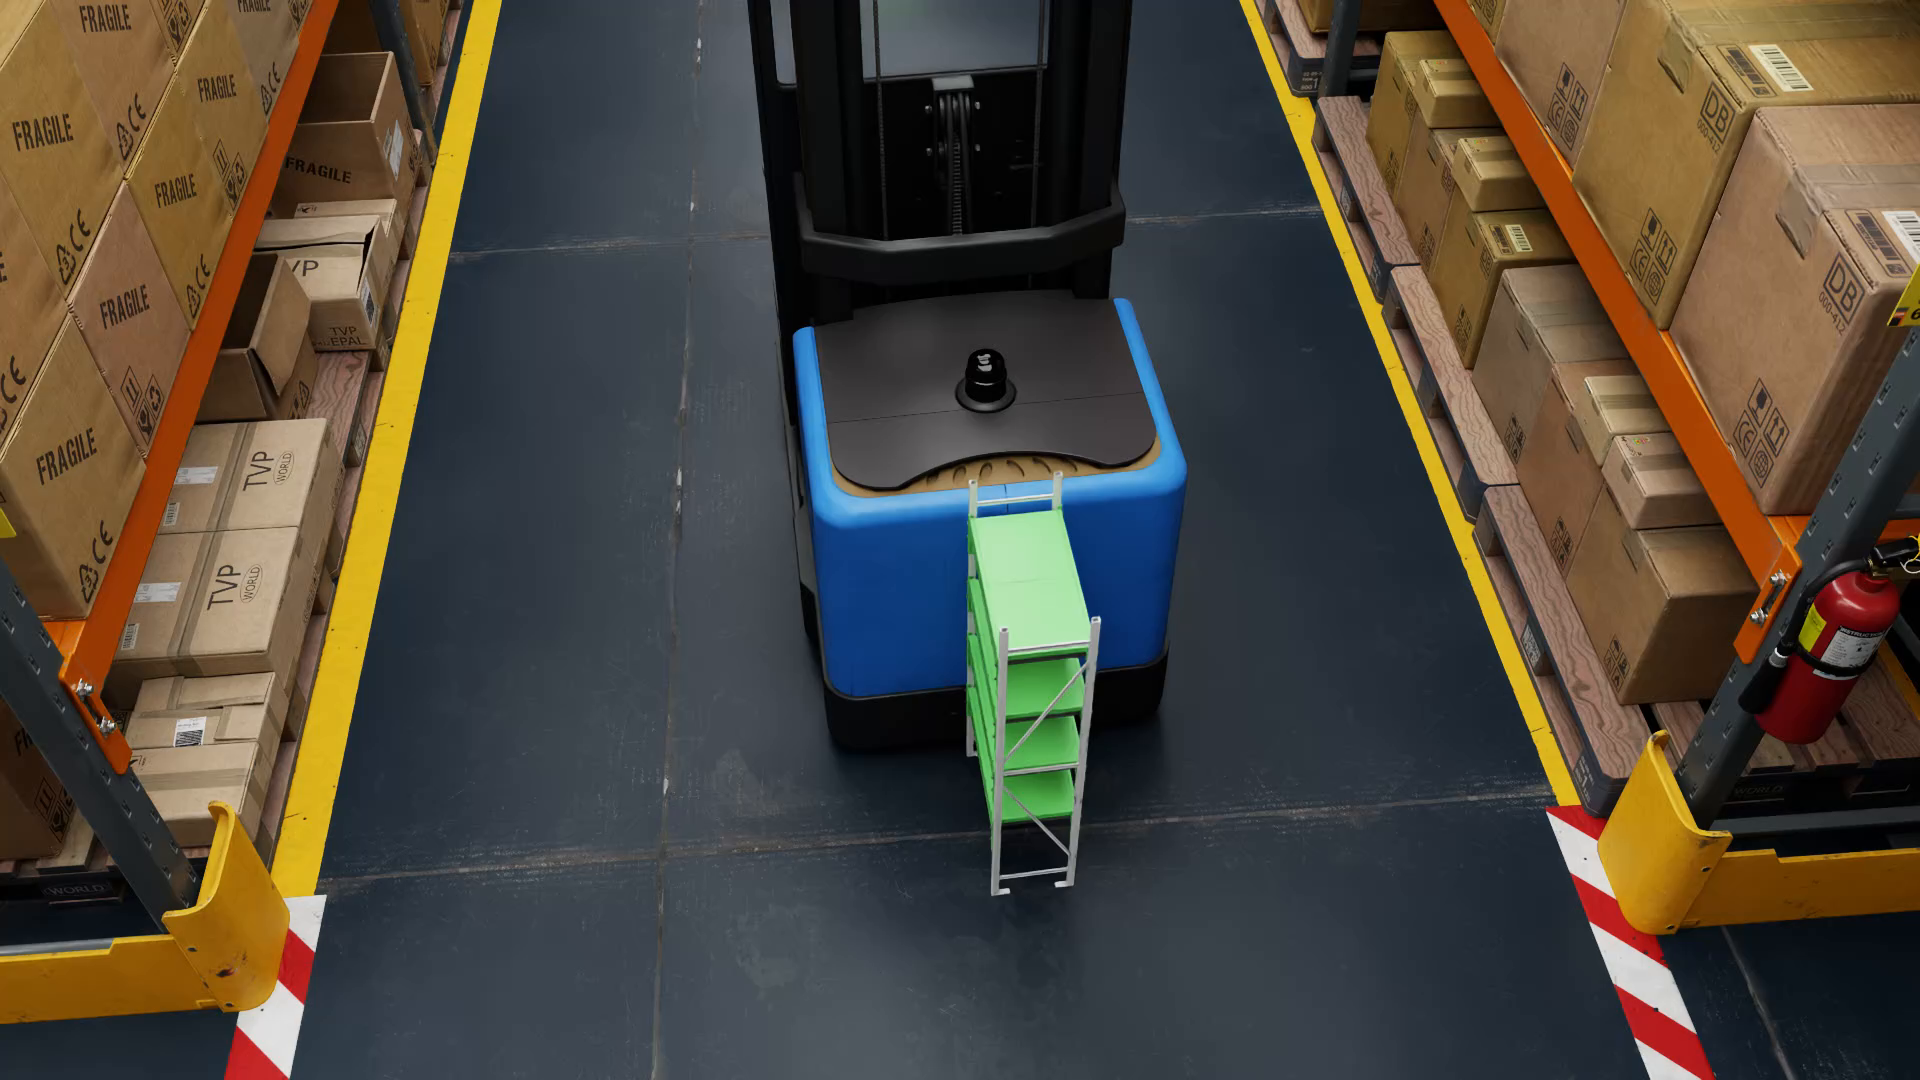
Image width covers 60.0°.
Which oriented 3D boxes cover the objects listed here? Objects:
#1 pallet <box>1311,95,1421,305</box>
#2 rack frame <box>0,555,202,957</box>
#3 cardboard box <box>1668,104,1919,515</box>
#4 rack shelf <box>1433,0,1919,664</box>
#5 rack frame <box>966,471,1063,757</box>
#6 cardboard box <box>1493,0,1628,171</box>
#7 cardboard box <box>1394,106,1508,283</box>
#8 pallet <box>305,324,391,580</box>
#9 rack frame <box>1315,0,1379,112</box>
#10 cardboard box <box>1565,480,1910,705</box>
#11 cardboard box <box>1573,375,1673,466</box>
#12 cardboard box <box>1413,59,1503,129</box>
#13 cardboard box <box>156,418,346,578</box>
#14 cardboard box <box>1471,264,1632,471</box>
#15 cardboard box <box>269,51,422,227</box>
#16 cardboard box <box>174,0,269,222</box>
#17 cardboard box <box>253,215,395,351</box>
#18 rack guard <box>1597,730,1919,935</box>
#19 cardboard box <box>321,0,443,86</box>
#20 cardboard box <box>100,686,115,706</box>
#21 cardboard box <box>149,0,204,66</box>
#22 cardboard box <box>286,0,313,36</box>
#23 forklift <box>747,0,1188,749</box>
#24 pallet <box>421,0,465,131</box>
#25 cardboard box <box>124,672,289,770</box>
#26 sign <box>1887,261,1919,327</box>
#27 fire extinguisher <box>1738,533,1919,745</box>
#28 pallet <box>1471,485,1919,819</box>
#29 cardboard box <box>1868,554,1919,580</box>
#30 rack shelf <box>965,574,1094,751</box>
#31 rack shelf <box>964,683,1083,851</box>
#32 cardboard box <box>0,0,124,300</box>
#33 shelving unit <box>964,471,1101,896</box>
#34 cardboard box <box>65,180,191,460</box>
[{"bbox_3d":[2.113,-1.470,6.997,1.003,0.211,1.213,-3,47,-3],"label":"pallet"},{"bbox_3d":[-2.473,0.214,3.481,1.000,3.000,0.127,-3,47,-3],"label":"rack frame"},{"bbox_3d":[2.410,-0.561,4.009,0.980,0.700,0.700,-2,47,-1],"label":"cardboard box"},{"bbox_3d":[2.295,-1.289,5.401,1.077,0.370,4.000,-3,47,-3],"label":"rack shelf"},{"bbox_3d":[0.141,0.244,4.678,0.240,1.200,0.015,-6,48,-6],"label":"rack frame"},{"bbox_3d":[2.283,-1.639,5.030,0.980,0.700,0.700,-6,47,-5],"label":"cardboard box"},{"bbox_3d":[2.127,-1.358,6.402,0.700,0.500,0.500,-4,47,-4],"label":"cardboard box"},{"bbox_3d":[-2.647,-0.339,5.926,1.003,0.211,1.213,-3,47,-3],"label":"pallet"},{"bbox_3d":[2.128,-2.984,6.510,1.000,3.000,0.127,-3,47,-3],"label":"rack frame"},{"bbox_3d":[2.304,0.125,4.998,0.700,0.500,0.500,-3,47,-3],"label":"cardboard box"},{"bbox_3d":[2.090,-0.365,5.015,0.380,0.149,0.250,-2,47,-2],"label":"cardboard box"},{"bbox_3d":[1.935,-1.685,6.266,0.380,0.149,0.250,-2,47,-2],"label":"cardboard box"},{"bbox_3d":[-2.320,-0.126,5.394,0.500,0.250,0.500,-3,47,-3],"label":"cardboard box"},{"bbox_3d":[2.220,-0.601,5.685,0.700,0.500,0.500,-5,47,-5],"label":"cardboard box"},{"bbox_3d":[-2.478,-1.577,6.596,0.500,0.500,0.500,-3,47,-3],"label":"cardboard box"},{"bbox_3d":[-2.376,-1.255,4.804,0.500,0.500,0.500,-3,47,-3],"label":"cardboard box"},{"bbox_3d":[-2.415,-0.969,6.151,0.500,0.311,0.500,-3,47,-3],"label":"cardboard box"},{"bbox_3d":[2.465,0.787,4.660,1.175,0.500,0.348,-3,47,-3],"label":"rack guard"},{"bbox_3d":[-2.606,-2.336,7.316,0.500,0.500,0.500,-5,47,-5],"label":"cardboard box"},{"bbox_3d":[-2.709,0.360,4.991,0.380,0.166,0.250,-3,47,-3],"label":"cardboard box"},{"bbox_3d":[-2.380,-1.609,4.450,0.500,0.500,0.500,-4,47,-4],"label":"cardboard box"},{"bbox_3d":[-2.466,-1.995,5.505,0.500,0.500,0.500,-2,47,-2],"label":"cardboard box"},{"bbox_3d":[-0.090,-1.457,5.111,1.130,2.935,3.031,-6,47,-6],"label":"forklift"},{"bbox_3d":[-2.914,-2.307,7.790,1.003,0.211,1.213,-3,47,-3],"label":"pallet"},{"bbox_3d":[-2.187,0.532,4.828,0.380,0.166,0.250,-3,47,-3],"label":"cardboard box"},{"bbox_3d":[1.921,-0.546,3.241,0.100,0.325,0.005,-3,47,-3],"label":"sign"},{"bbox_3d":[2.015,0.202,3.803,0.296,0.674,0.183,-3,47,-3],"label":"fire extinguisher"},{"bbox_3d":[2.318,0.295,5.325,1.003,0.211,1.213,-3,47,-3],"label":"pallet"},{"bbox_3d":[2.514,-0.020,4.688,0.380,0.149,0.250,-3,47,-3],"label":"cardboard box"},{"bbox_3d":[0.176,0.305,4.385,0.258,0.148,0.480,-6,48,-6],"label":"rack shelf"},{"bbox_3d":[0.175,0.628,4.740,0.258,0.148,0.480,-6,48,-6],"label":"rack shelf"},{"bbox_3d":[-2.299,-0.879,3.759,0.500,0.500,0.500,-3,47,-3],"label":"cardboard box"},{"bbox_3d":[0.176,0.423,4.515,0.258,1.200,0.503,-6,48,-6],"label":"shelving unit"},{"bbox_3d":[-2.296,-0.530,4.117,0.500,0.500,0.500,-4,47,-4],"label":"cardboard box"}]
